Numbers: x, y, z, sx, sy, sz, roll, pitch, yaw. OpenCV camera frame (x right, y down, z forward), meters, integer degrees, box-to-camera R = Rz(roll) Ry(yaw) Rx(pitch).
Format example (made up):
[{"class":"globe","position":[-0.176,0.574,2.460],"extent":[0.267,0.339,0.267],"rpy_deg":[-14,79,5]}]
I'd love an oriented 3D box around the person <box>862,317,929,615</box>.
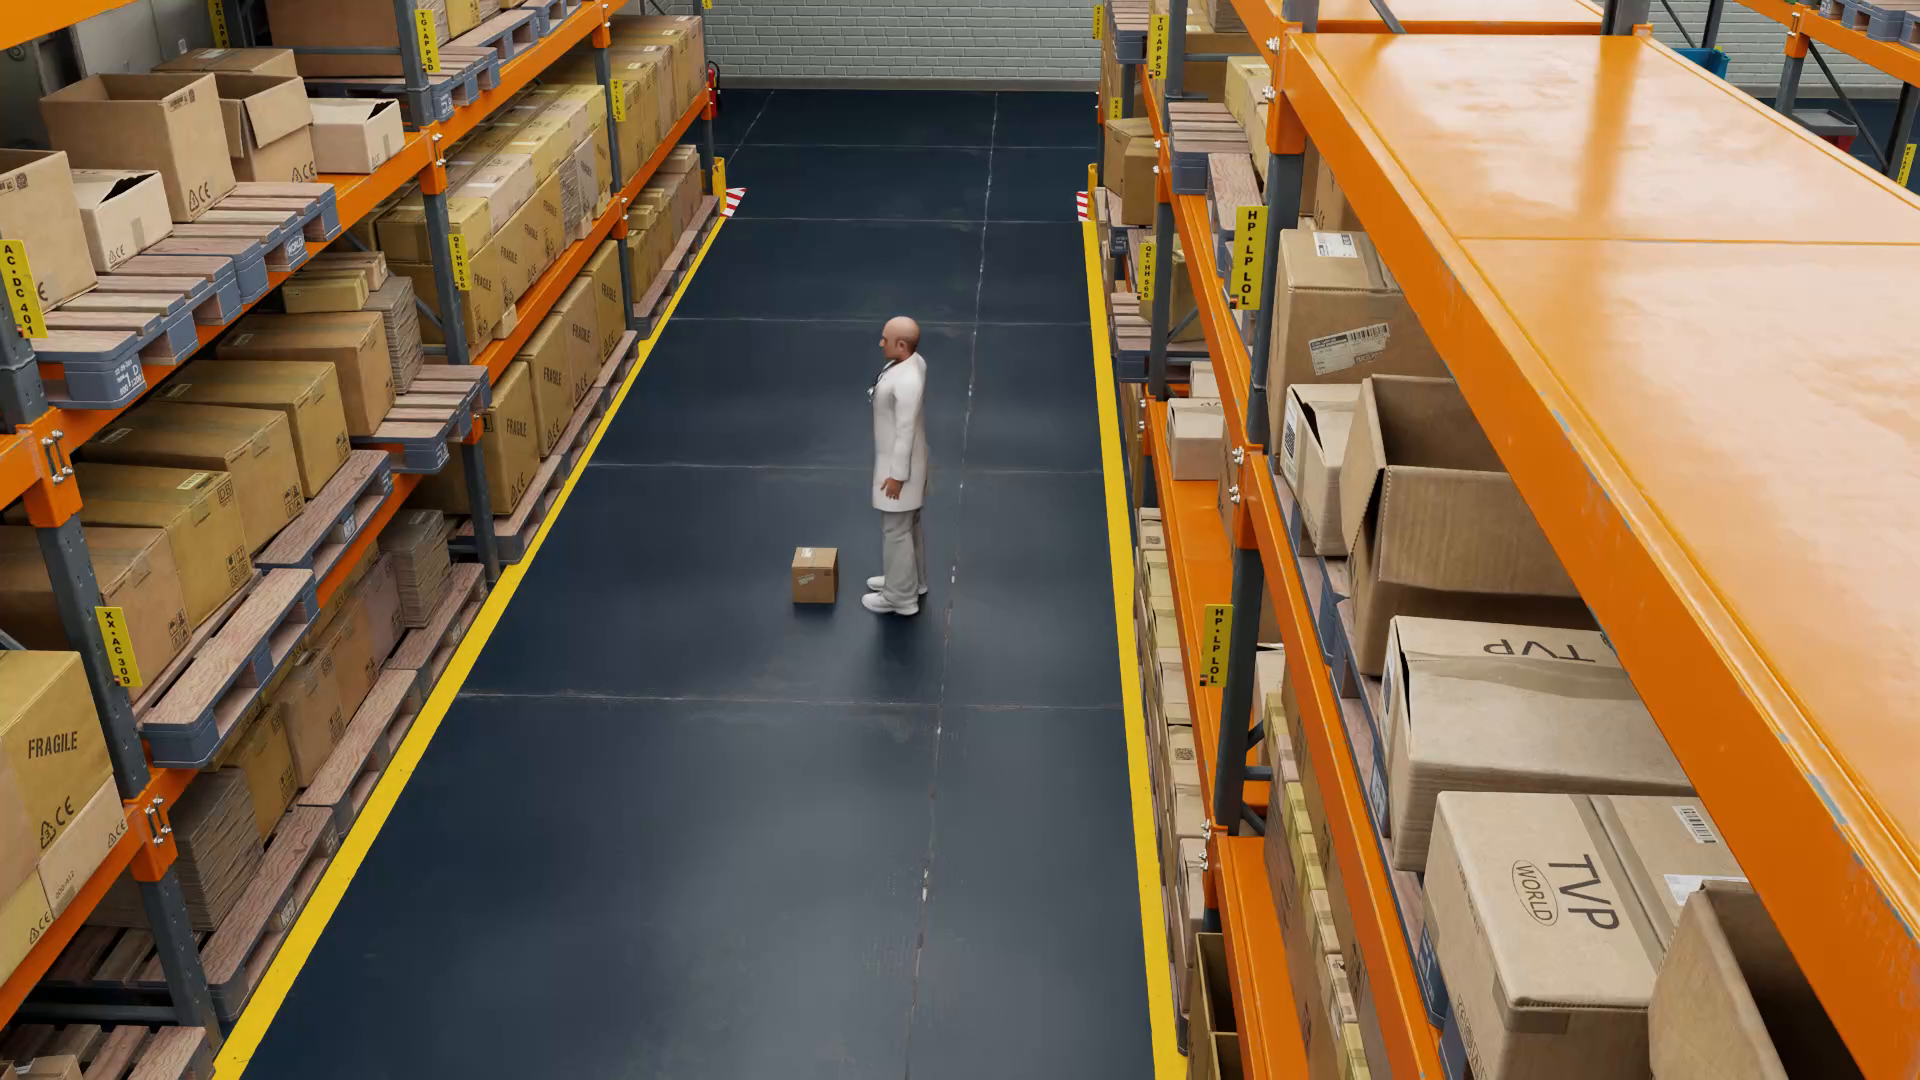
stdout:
[{"class":"person","position":[-0.389,-0.457,9.748],"extent":[0.403,1.792,0.618],"rpy_deg":[1,28,2]}]
